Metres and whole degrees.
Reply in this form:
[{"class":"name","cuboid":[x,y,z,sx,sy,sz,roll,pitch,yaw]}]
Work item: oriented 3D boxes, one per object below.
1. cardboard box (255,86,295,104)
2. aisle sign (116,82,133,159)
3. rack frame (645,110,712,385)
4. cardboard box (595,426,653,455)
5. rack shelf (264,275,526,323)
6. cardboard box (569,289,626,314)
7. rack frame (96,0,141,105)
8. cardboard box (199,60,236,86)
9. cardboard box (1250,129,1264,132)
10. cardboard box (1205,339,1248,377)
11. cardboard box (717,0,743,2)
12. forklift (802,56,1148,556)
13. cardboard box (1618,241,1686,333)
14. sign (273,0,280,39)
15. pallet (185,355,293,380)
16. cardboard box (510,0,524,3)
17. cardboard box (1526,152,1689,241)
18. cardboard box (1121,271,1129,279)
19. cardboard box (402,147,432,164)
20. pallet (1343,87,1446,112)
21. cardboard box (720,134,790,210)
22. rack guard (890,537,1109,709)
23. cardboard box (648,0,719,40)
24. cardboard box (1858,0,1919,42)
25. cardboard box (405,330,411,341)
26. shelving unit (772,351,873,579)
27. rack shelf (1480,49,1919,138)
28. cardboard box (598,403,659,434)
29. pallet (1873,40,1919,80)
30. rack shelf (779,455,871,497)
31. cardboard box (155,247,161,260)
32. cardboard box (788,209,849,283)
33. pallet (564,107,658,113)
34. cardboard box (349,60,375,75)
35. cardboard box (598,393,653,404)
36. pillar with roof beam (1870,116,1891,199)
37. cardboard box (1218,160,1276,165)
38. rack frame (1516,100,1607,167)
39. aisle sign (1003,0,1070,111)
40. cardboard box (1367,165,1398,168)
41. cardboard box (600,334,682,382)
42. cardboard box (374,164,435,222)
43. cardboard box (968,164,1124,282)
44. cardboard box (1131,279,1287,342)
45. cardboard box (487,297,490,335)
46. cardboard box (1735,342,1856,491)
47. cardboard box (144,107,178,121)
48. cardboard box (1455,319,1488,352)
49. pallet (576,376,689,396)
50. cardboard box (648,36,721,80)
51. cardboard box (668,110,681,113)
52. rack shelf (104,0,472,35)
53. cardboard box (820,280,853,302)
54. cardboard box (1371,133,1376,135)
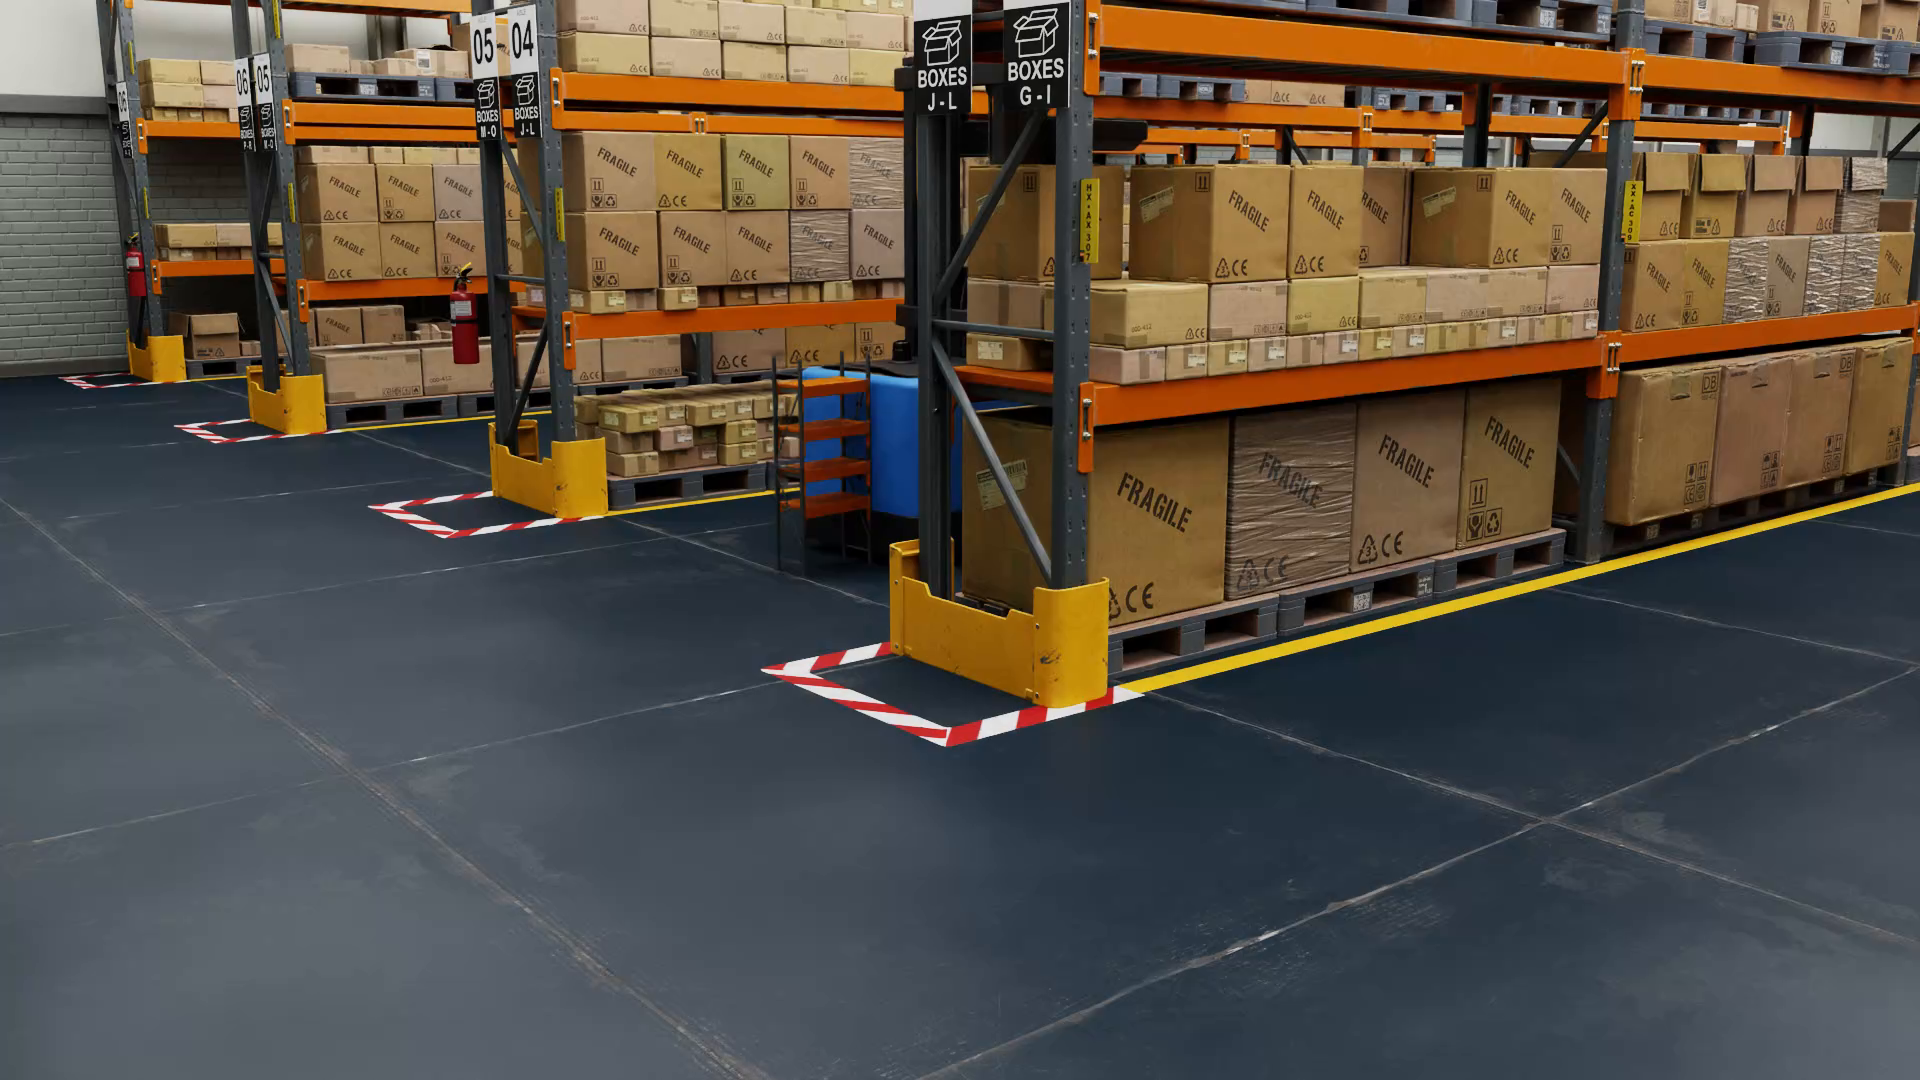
[{"class":"cardboard box","cuboid":[-7.817,-4.985,18.807,0.500,0.250,0.500,-10,16,-39]},{"class":"aisle sign","cuboid":[-8.996,-4.514,17.906,0.004,0.787,0.394,-9,15,-38]},{"class":"rack frame","cuboid":[-2.899,-3.013,17.098,0.127,3.000,1.000,-9,15,-38]},{"class":"cardboard box","cuboid":[-2.282,-0.687,11.280,0.250,0.149,0.380,-9,15,-35]},{"class":"rack shelf","cuboid":[-4.461,-2.402,15.950,4.000,0.370,1.077,-9,15,-38]},{"class":"cardboard box","cuboid":[-2.393,-1.570,10.908,0.250,0.149,0.380,-10,15,-38]},{"class":"rack frame","cuboid":[-9.126,-6.233,17.819,0.127,3.000,1.000,-9,15,-38]},{"class":"cardboard box","cuboid":[-8.214,-5.163,18.439,0.500,0.250,0.500,-10,15,-38]},{"class":"cardboard box","cuboid":[3.749,-5.396,21.704,0.250,0.149,0.380,-10,15,-39]},{"class":"cardboard box","cuboid":[1.051,-0.823,7.389,0.250,0.149,0.380,-10,16,-39]},{"class":"cardboard box","cuboid":[-1.663,-3.679,11.207,0.250,0.149,0.380,-9,15,-36]},{"class":"forklift","cuboid":[0.449,-1.542,10.334,1.130,2.935,3.031,12,17,44]},{"class":"cardboard box","cuboid":[3.807,-1.474,9.608,0.500,0.500,0.500,-9,15,-37]},{"class":"sign","cuboid":[-5.680,-4.337,13.815,0.005,0.325,0.100,-9,15,-38]},{"class":"pallet","cuboid":[-8.445,-2.048,19.266,1.213,0.211,1.003,-9,15,-38]},{"class":"cardboard box","cuboid":[-2.775,-3.629,10.972,0.250,0.149,0.380,-10,15,-38]},{"class":"cardboard box","cuboid":[3.786,-2.030,9.810,0.637,0.503,0.797,-10,16,-39]},{"class":"cardboard box","cuboid":[0.778,-1.131,7.877,0.500,0.250,0.500,-10,15,-39]},{"class":"cardboard box","cuboid":[-4.943,-3.448,14.937,0.250,0.149,0.380,-10,16,-39]},{"class":"pallet","cuboid":[3.865,-4.210,15.965,1.003,0.211,1.213,-9,15,-35]},{"class":"cardboard box","cuboid":[-1.524,-2.534,11.474,0.500,0.500,0.500,-10,15,-39]},{"class":"rack guard","cuboid":[0.150,0.339,7.329,0.348,0.500,1.175,-9,15,-38]},{"class":"cardboard box","cuboid":[-1.939,-3.426,10.976,0.500,0.250,0.500,-10,15,-38]},{"class":"cardboard box","cuboid":[5.984,-3.557,11.179,0.637,0.503,0.797,-8,15,-34]},{"class":"cardboard box","cuboid":[-7.005,-2.525,20.651,0.250,0.149,0.380,-10,15,-38]},{"class":"shelving unit","cuboid":[-0.760,-0.425,9.243,0.258,1.200,0.503,12,17,44]},{"class":"rack shelf","cuboid":[4.854,-2.781,10.513,4.000,0.370,1.077,-9,15,-38]},{"class":"cardboard box","cuboid":[-2.230,-0.819,11.185,0.250,0.149,0.380,-10,16,-40]},{"class":"pallet","cuboid":[5.946,-3.208,11.246,1.003,0.211,1.213,-9,15,-35]},{"class":"rack shelf","cuboid":[-0.760,-0.359,9.257,0.258,0.148,0.480,12,17,44]},{"class":"cardboard box","cuboid":[-9.035,-3.262,18.876,0.250,0.149,0.380,-10,15,-38]},{"class":"cardboard box","cuboid":[-1.141,-2.115,11.908,0.500,0.500,0.500,-10,16,-39]},{"class":"pallet","cuboid":[-3.544,-4.333,16.303,1.213,0.211,1.003,-9,15,-38]},{"class":"cardboard box","cuboid":[-5.450,-4.233,14.975,0.250,0.149,0.380,-11,16,-42]},{"class":"cardboard box","cuboid":[-2.364,-0.939,11.751,0.250,0.149,0.380,-9,15,-37]},{"class":"pillar with roof beam","cuboid":[28.376,-11.560,42.904,0.548,9.000,9.100,-9,15,-38]},{"class":"cardboard box","cuboid":[3.827,-4.757,21.944,0.500,0.500,0.700,-10,15,-38]},{"class":"rack frame","cuboid":[6.519,-3.262,18.267,0.127,3.000,1.000,-9,15,-38]},{"class":"aisle sign","cuboid":[0.300,-2.100,6.541,0.004,0.787,0.394,-9,15,-38]},{"class":"cardboard box","cuboid":[3.753,-3.337,15.975,0.500,0.500,0.700,-10,15,-38]},{"class":"cardboard box","cuboid":[-3.456,-1.901,17.018,0.875,0.438,0.875,-10,15,-38]},{"class":"cardboard box","cuboid":[-5.070,-3.116,14.936,0.500,0.500,0.500,-10,16,-39]},{"class":"cardboard box","cuboid":[0.385,-1.432,7.489,0.500,0.500,0.500,-9,15,-37]},{"class":"cardboard box","cuboid":[1.114,-1.046,7.478,0.500,0.250,0.500,-10,15,-38]},{"class":"cardboard box","cuboid":[-5.804,-2.912,21.629,0.500,0.500,0.500,-10,15,-38]},{"class":"cardboard box","cuboid":[5.163,-0.890,11.205,0.875,0.875,1.225,-9,15,-37]},{"class":"cardboard box","cuboid":[-8.732,-4.647,18.174,0.250,0.149,0.380,-9,15,-36]},{"class":"cardboard box","cuboid":[2.455,-1.057,8.488,0.250,0.149,0.380,-9,15,-37]},{"class":"pallet","cuboid":[-3.542,-1.563,16.982,1.213,0.211,1.003,-9,15,-38]},{"class":"cardboard box","cuboid":[-1.927,-3.183,11.036,0.500,0.250,0.500,-9,15,-36]},{"class":"cardboard box","cuboid":[-3.834,-5.717,22.009,0.250,0.149,0.380,-9,15,-37]},{"class":"rack shelf","cuboid":[-7.564,-6.139,19.116,4.000,0.370,1.077,-9,15,-38]},{"class":"cardboard box","cuboid":[-0.980,-1.811,12.041,0.250,0.149,0.380,-9,15,-37]},{"class":"cardboard box","cuboid":[5.561,-5.694,23.108,0.250,0.149,0.380,-10,15,-38]}]
